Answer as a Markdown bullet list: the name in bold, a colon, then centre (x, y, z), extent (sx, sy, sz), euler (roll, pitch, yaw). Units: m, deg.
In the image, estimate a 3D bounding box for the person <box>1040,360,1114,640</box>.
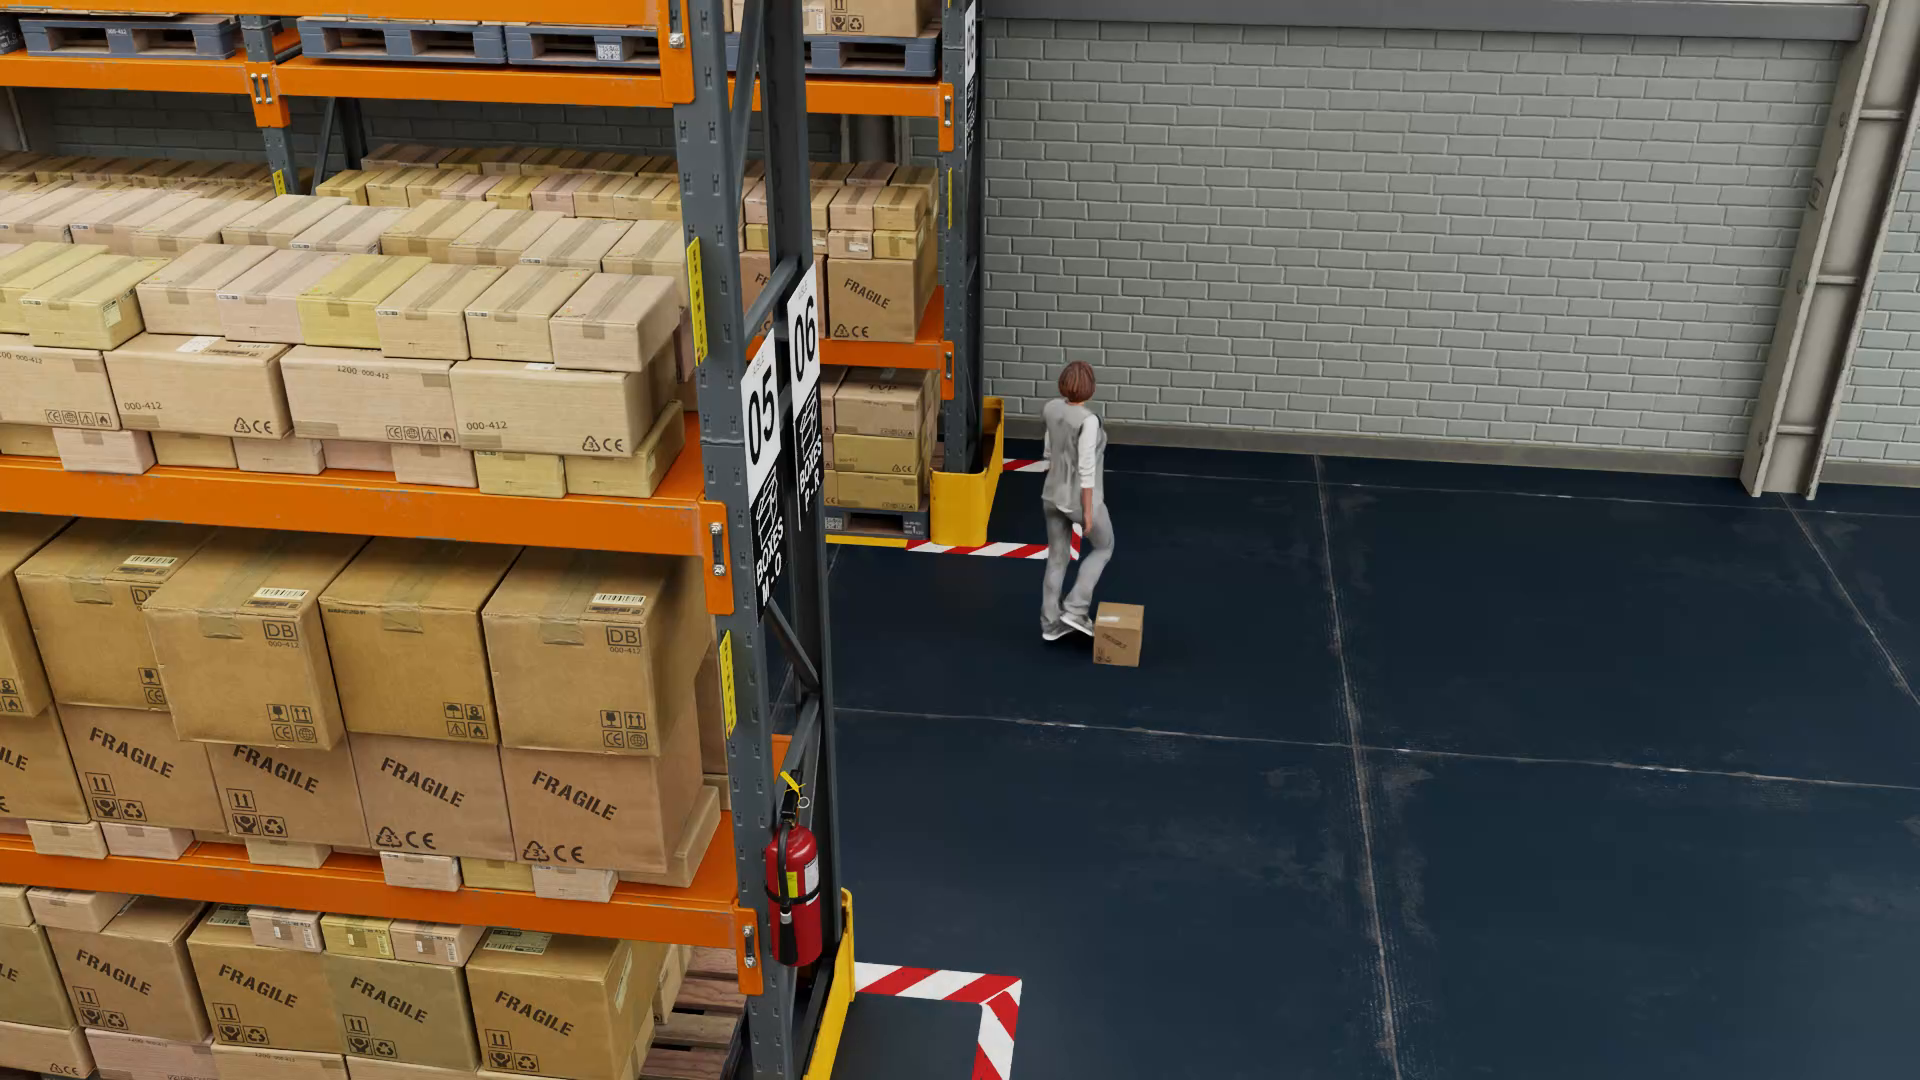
- **person**: centre (0.604, -0.199, 9.048), extent (0.513, 1.583, 0.474), euler (25, 38, 38)
